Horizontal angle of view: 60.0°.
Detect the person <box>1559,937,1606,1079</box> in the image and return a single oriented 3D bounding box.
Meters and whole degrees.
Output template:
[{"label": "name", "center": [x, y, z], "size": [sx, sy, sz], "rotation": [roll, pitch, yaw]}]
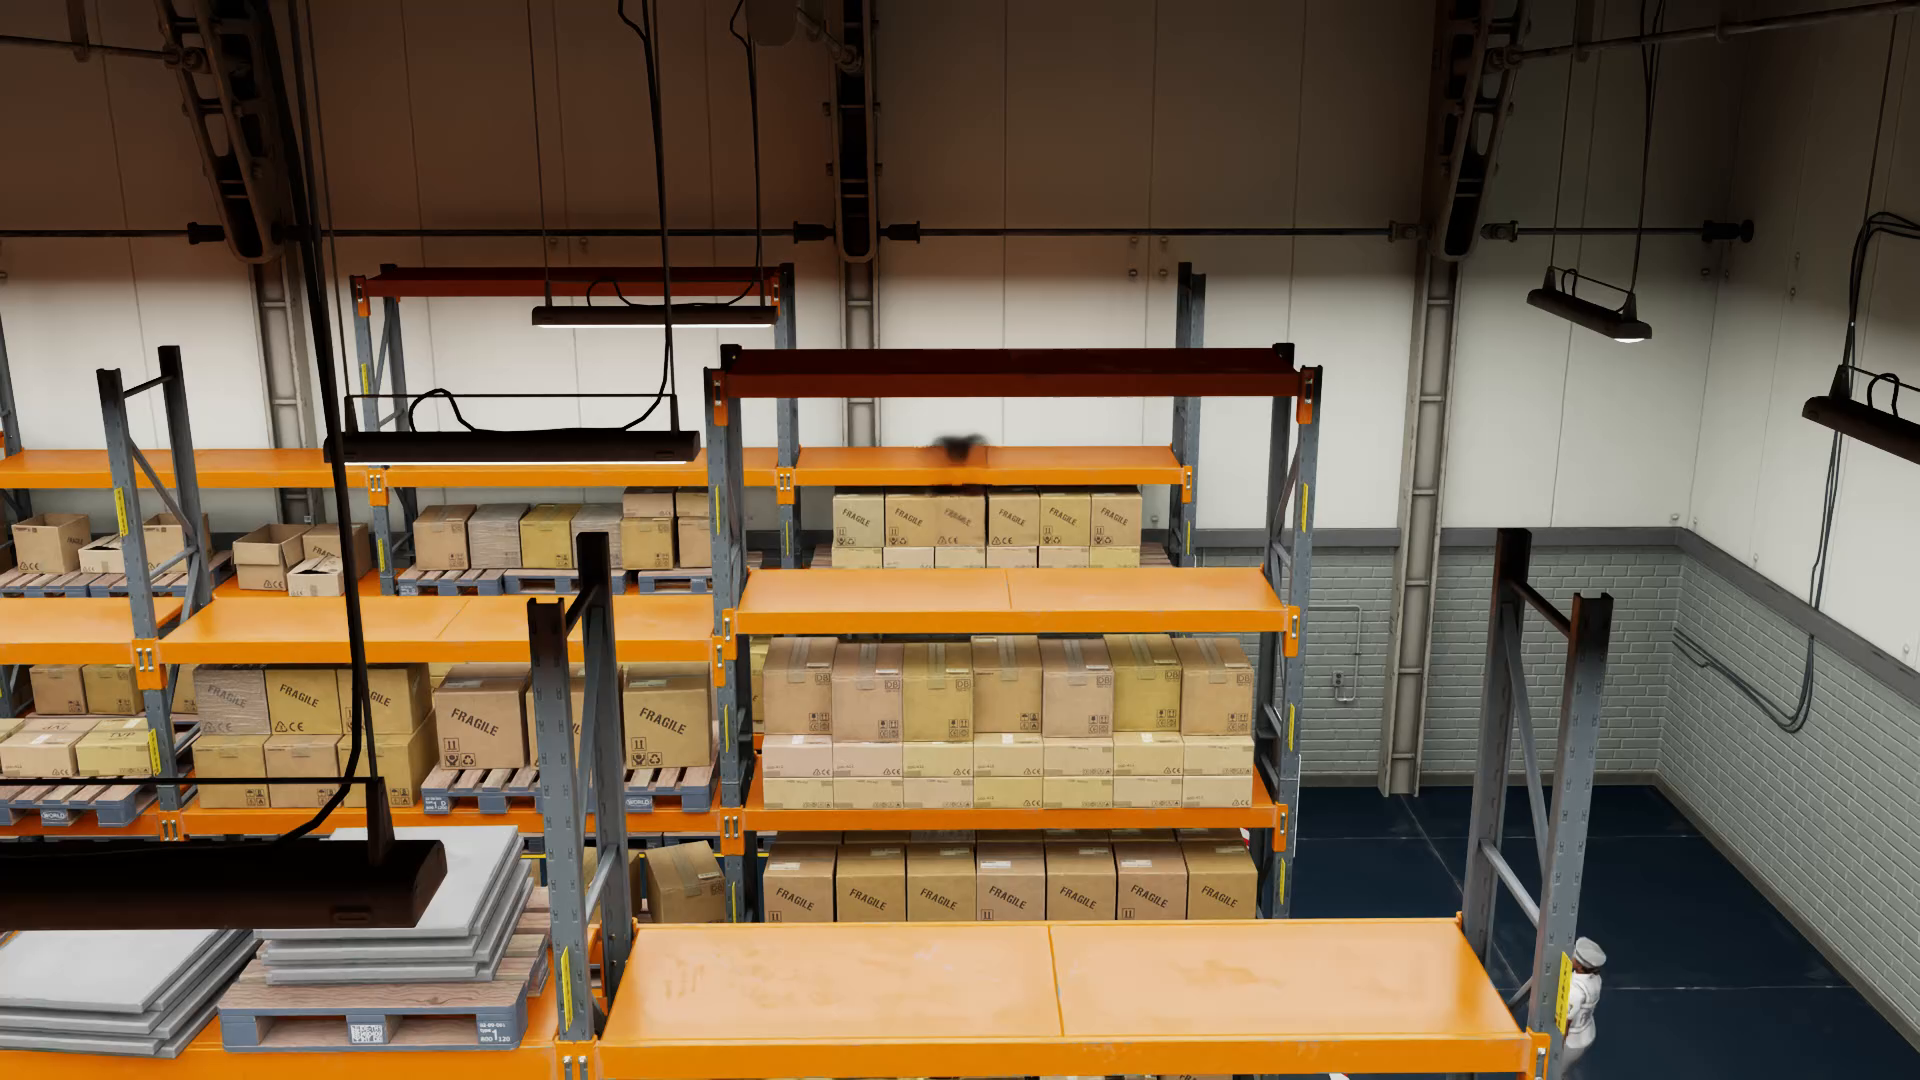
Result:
[{"label": "person", "center": [4.626, 3.772, 12.533], "size": [0.552, 1.688, 0.472], "rotation": [15, 22, 41]}]
